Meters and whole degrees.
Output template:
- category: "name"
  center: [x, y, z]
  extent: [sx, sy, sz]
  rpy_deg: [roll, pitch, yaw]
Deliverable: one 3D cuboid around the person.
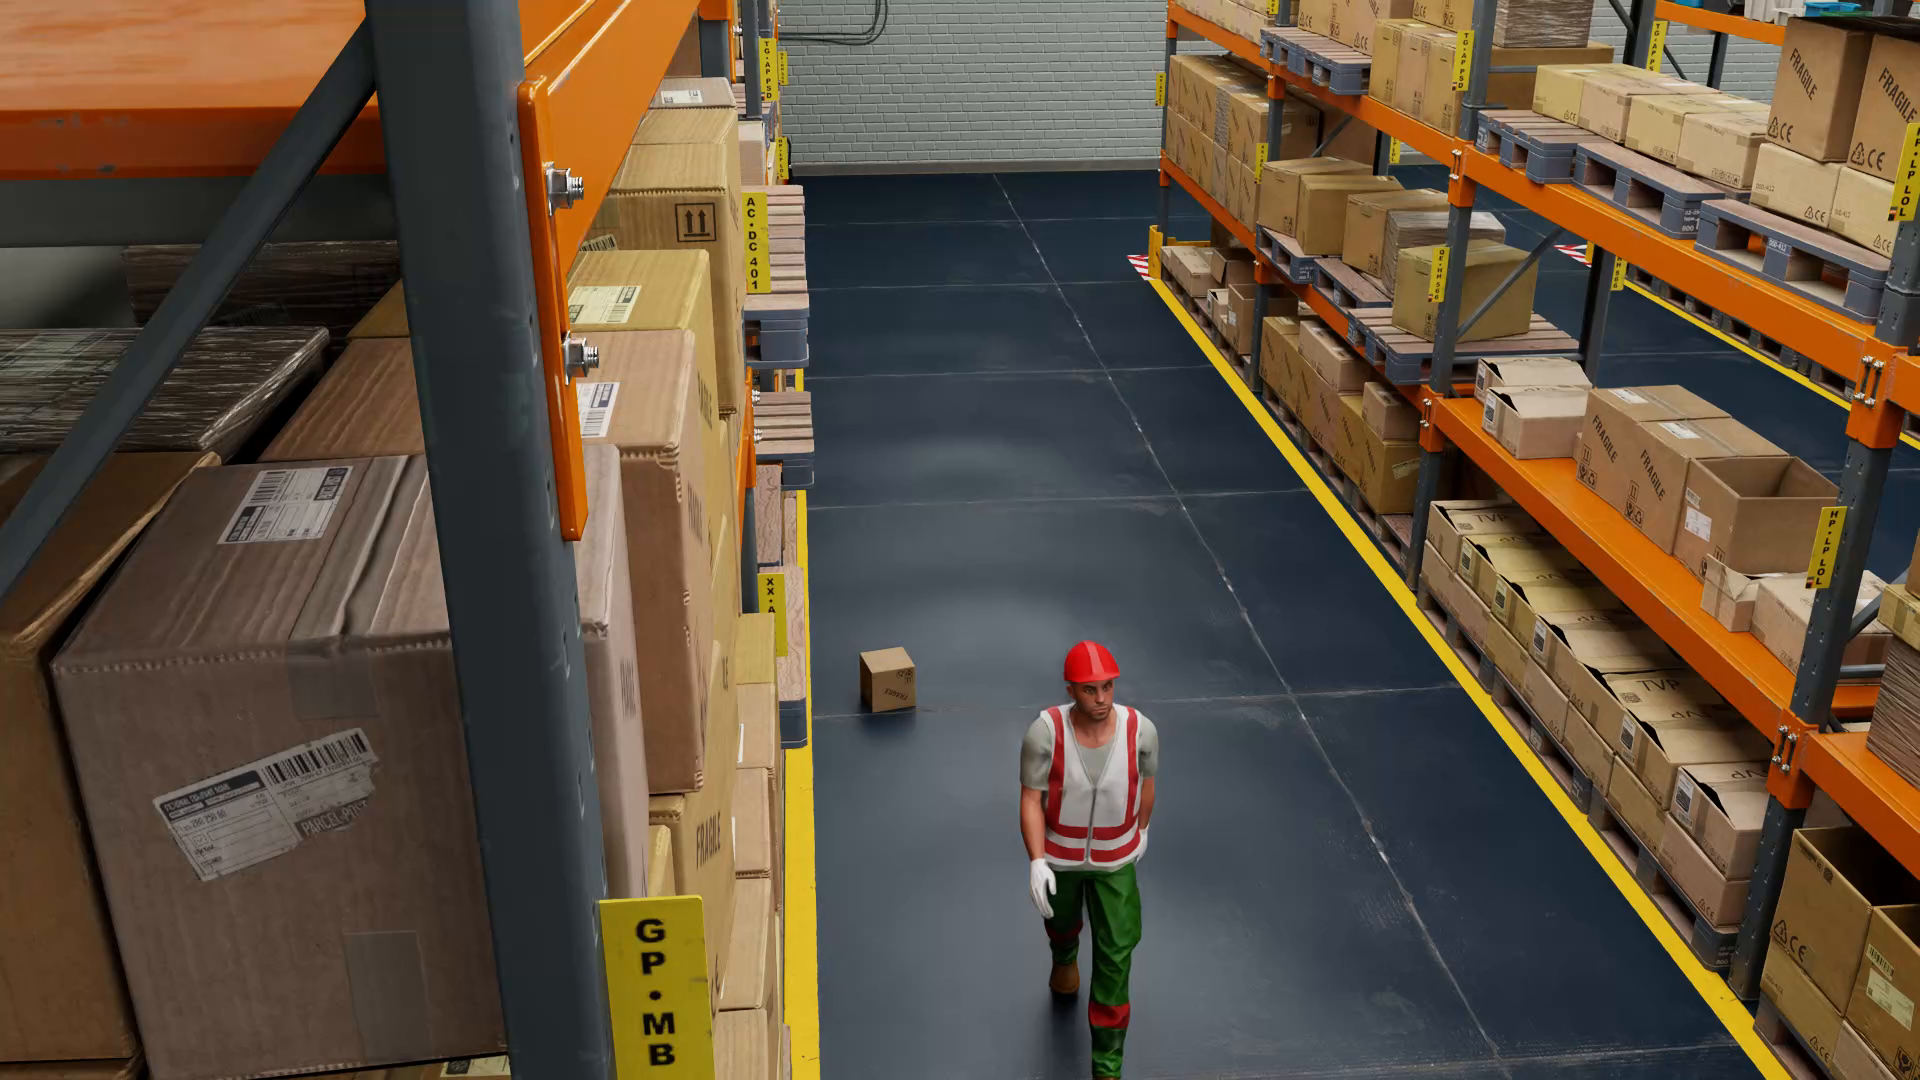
- category: "person"
  center: [0.481, 1.205, 6.279]
  extent: [0.523, 1.731, 1.054]
  rpy_deg: [1, 24, 2]
